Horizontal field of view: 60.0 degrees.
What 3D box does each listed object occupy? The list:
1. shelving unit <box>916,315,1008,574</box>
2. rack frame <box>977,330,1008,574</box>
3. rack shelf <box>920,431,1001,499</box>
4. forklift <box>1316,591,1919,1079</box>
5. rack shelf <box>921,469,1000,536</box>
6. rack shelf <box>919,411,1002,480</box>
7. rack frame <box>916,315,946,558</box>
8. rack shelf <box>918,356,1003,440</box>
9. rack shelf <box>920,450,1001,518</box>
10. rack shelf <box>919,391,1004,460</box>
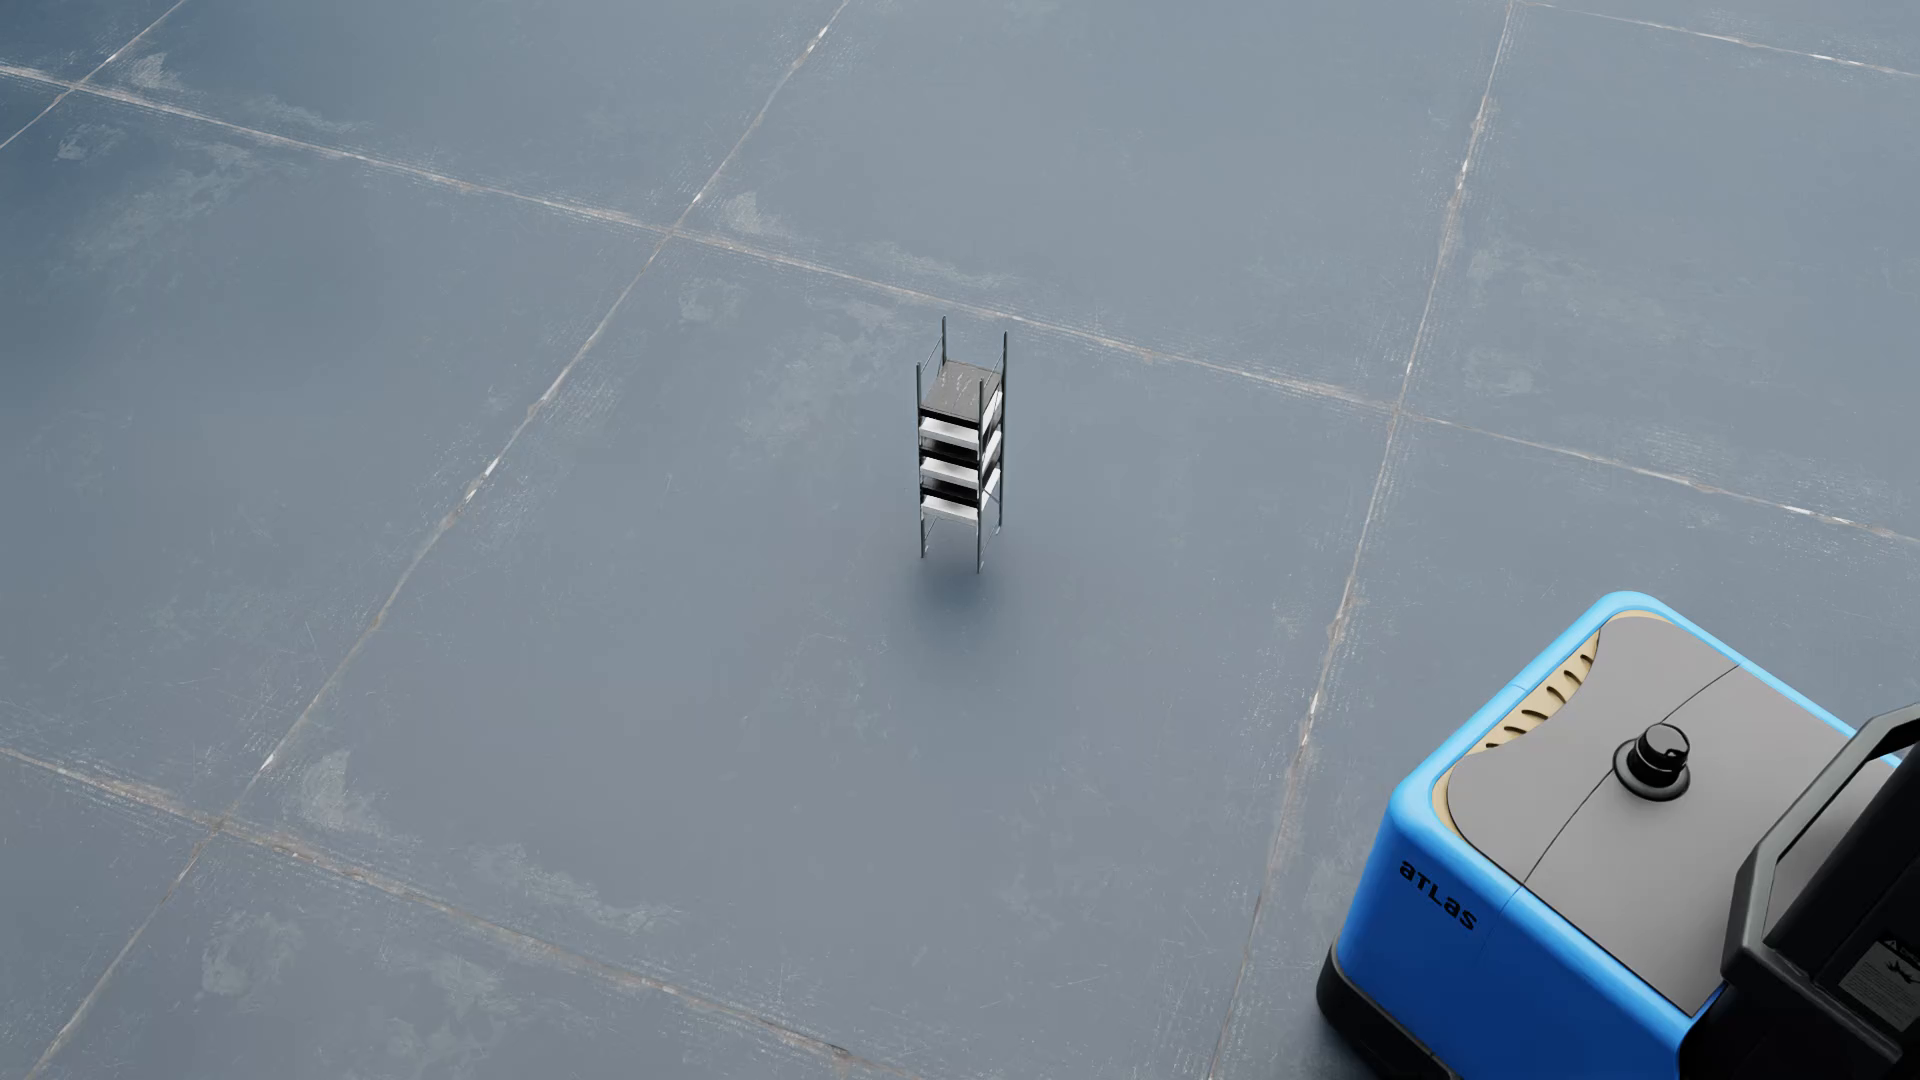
[{"bbox_3d":[0.008,-0.293,5.408,0.210,0.900,0.258,16,51,13],"label":"shelving unit"},{"bbox_3d":[0.103,-0.266,5.385,0.006,0.900,0.240,16,51,13],"label":"rack frame"},{"bbox_3d":[0.008,-0.271,5.433,0.200,0.077,0.258,16,51,13],"label":"rack shelf"},{"bbox_3d":[2.342,0.917,3.016,1.130,2.935,3.031,-35,57,-26],"label":"forklift"},{"bbox_3d":[0.008,-0.153,5.569,0.200,0.077,0.258,16,51,13],"label":"rack shelf"},{"bbox_3d":[0.008,-0.330,5.365,0.200,0.077,0.258,16,51,13],"label":"rack shelf"},{"bbox_3d":[-0.088,-0.319,5.431,0.006,0.900,0.240,16,51,13],"label":"rack frame"},{"bbox_3d":[0.008,-0.448,5.229,0.200,0.077,0.258,16,51,13],"label":"rack shelf"},{"bbox_3d":[0.008,-0.212,5.501,0.200,0.077,0.258,16,51,13],"label":"rack shelf"},{"bbox_3d":[0.008,-0.389,5.297,0.200,0.077,0.258,16,51,13],"label":"rack shelf"}]
